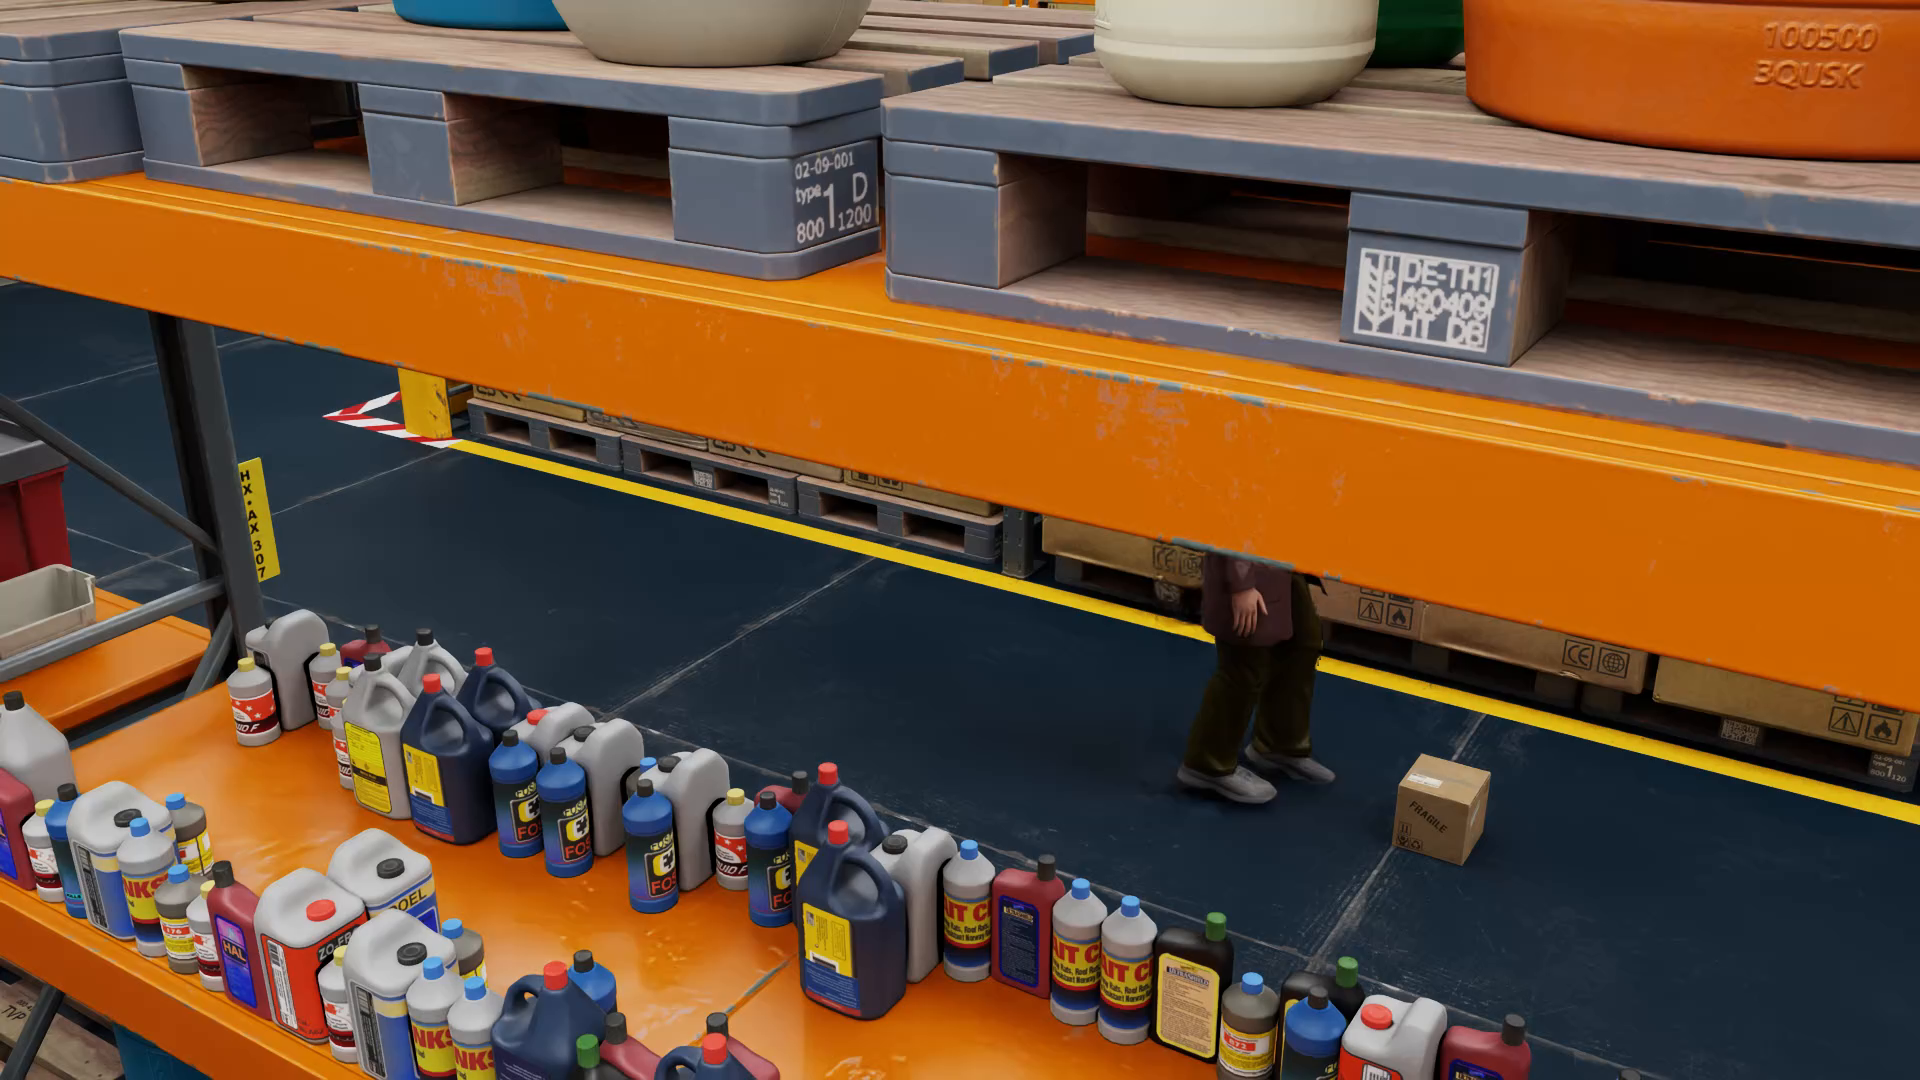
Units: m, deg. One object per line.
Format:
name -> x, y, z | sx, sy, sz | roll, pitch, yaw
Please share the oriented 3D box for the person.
person -> 1.084, 0.124, 5.829 | 0.540, 1.824, 0.625 | 9, 24, 20
